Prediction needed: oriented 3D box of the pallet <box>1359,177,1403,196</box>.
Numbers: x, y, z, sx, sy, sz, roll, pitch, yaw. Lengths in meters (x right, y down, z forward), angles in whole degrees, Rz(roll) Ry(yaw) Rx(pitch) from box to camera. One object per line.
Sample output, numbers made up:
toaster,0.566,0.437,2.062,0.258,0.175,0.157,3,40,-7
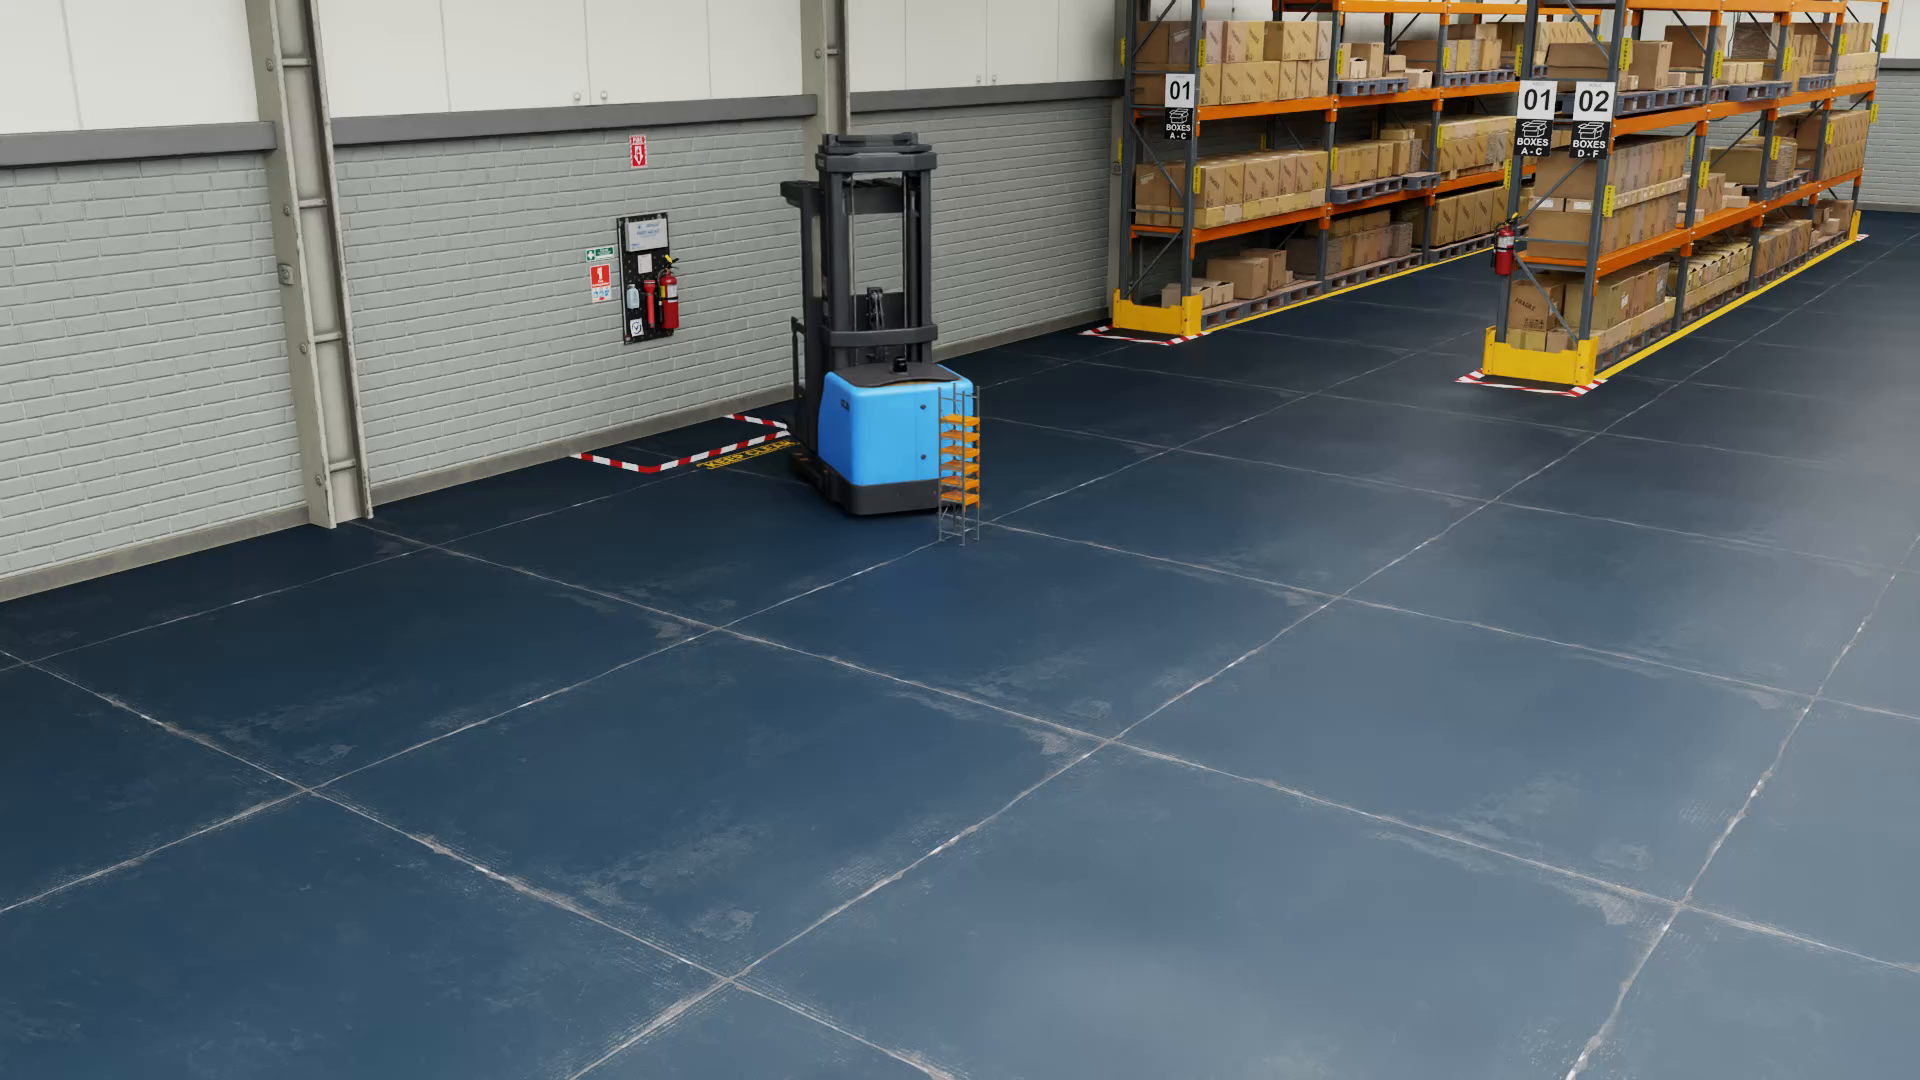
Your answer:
pallet,6.109,-5.469,25.620,1.003,0.211,1.213,12,21,35

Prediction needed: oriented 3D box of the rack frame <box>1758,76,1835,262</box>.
rack frame,13.619,-6.118,27.385,1.000,3.000,0.127,12,21,35

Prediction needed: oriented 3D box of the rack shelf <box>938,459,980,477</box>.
rack shelf,-0.009,-0.527,12.568,0.258,0.103,0.180,12,21,35

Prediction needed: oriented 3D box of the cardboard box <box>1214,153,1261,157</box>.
cardboard box,3.812,-5.067,22.958,0.500,0.500,0.500,13,22,36

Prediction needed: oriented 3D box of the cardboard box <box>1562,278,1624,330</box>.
cardboard box,7.264,-2.713,19.085,0.500,0.500,0.500,12,21,35

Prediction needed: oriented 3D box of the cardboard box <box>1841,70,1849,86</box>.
cardboard box,14.409,-7.669,27.576,0.500,0.250,0.500,12,21,35

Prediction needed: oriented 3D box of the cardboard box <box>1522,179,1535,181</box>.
cardboard box,11.149,-6.962,32.517,0.380,0.149,0.250,13,21,35

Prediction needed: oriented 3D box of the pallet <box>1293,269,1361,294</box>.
pallet,5.335,-3.941,25.077,1.003,0.211,1.213,12,21,35

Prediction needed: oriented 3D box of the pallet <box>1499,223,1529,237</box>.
pallet,10.155,-5.828,31.154,1.003,0.211,1.213,12,21,35

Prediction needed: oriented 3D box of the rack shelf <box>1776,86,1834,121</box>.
rack shelf,12.428,-6.730,25.513,1.077,0.370,4.000,12,21,35

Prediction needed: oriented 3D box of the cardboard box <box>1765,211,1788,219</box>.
cardboard box,13.731,-5.320,28.289,0.500,0.500,0.500,12,21,35

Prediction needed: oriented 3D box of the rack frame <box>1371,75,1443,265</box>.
rack frame,7.256,-6.039,27.133,1.000,3.000,0.127,12,21,35

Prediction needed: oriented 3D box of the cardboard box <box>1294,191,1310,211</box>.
cardboard box,4.530,-4.741,23.172,0.500,0.250,0.500,13,21,35

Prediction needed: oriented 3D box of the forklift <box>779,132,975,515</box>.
forklift,-0.870,-1.993,14.219,1.130,2.935,3.031,-6,18,-20

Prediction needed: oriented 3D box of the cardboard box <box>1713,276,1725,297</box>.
cardboard box,10.208,-3.518,22.943,0.500,0.250,0.500,13,21,36

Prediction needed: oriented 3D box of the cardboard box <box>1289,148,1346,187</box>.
cardboard box,5.203,-5.460,24.356,0.700,0.500,0.500,12,21,35

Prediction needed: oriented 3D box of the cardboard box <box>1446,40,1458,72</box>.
cardboard box,7.772,-7.991,27.449,0.700,0.500,0.500,11,20,32

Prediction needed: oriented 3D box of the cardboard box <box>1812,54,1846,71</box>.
cardboard box,14.109,-7.789,27.120,0.500,0.250,0.500,12,21,35

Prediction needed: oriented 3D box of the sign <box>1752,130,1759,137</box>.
sign,13.179,-6.625,27.560,0.100,0.325,0.005,12,21,35

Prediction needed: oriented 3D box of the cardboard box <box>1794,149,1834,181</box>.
cardboard box,14.142,-6.239,27.606,0.500,0.500,0.500,13,22,36

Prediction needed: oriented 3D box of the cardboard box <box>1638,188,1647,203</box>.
cardboard box,7.793,-4.038,19.428,0.380,0.149,0.250,13,21,35

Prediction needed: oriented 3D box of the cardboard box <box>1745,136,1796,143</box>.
cardboard box,13.158,-6.292,27.072,0.700,0.500,0.500,5,18,16

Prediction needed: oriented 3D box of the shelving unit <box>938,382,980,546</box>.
shelving unit,-0.009,-0.570,12.555,0.258,1.200,0.189,12,21,35

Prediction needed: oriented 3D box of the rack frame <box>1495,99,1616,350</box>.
rack frame,6.469,-3.259,18.182,1.000,3.000,0.127,12,21,35

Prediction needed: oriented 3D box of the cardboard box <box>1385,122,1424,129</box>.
cardboard box,7.318,-6.751,27.456,0.500,0.250,0.500,13,22,36

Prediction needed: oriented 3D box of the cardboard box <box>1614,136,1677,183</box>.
cardboard box,8.293,-4.652,20.310,0.700,0.500,0.500,12,21,35

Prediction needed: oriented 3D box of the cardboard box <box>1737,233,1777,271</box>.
cardboard box,12.044,-4.365,25.214,0.500,0.500,0.500,12,21,33

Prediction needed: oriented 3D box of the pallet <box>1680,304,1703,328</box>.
pallet,9.260,-3.063,22.250,1.003,0.211,1.213,12,21,35

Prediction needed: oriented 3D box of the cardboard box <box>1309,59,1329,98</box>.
cardboard box,4.768,-6.412,23.073,0.500,0.500,0.500,13,22,36

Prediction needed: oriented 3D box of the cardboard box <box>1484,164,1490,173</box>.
cardboard box,9.034,-6.513,29.049,0.380,0.149,0.250,12,21,35

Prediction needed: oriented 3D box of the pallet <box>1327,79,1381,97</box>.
pallet,5.326,-6.558,24.061,1.213,0.211,1.003,12,21,35

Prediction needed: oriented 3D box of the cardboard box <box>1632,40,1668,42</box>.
cardboard box,8.341,-5.886,20.471,0.500,0.500,0.500,15,22,39

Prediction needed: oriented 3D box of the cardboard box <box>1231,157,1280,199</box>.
cardboard box,3.928,-4.853,22.270,0.500,0.500,0.500,13,22,36

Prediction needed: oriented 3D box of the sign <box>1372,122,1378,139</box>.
sign,6.808,-6.689,27.275,0.100,0.325,0.005,12,21,35

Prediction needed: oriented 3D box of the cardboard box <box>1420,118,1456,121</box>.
cardboard box,8.240,-7.116,28.633,0.500,0.250,0.500,12,21,33

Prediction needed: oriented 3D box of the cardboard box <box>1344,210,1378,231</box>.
cardboard box,6.176,-4.985,25.947,0.500,0.250,0.500,12,21,34

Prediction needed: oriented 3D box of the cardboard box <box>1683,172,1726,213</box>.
cardboard box,10.249,-4.810,23.006,0.500,0.500,0.500,11,20,32

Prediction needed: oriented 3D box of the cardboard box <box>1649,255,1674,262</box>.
cardboard box,9.468,-3.758,22.770,0.500,0.311,0.500,12,21,35

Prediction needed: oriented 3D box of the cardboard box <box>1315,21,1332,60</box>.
cardboard box,4.792,-6.887,22.916,0.500,0.500,0.500,10,20,30

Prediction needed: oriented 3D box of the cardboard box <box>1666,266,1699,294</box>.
cardboard box,9.299,-3.422,21.687,0.500,0.311,0.500,13,21,35

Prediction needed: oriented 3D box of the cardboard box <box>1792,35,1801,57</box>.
cardboard box,12.468,-7.421,25.480,0.600,0.600,0.600,11,21,33

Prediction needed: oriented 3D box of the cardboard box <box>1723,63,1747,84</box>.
cardboard box,10.363,-6.346,22.608,0.500,0.250,0.500,12,21,34

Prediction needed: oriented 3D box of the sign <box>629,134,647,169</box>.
sign,-2.952,-3.565,15.258,0.001,0.298,0.199,12,21,35

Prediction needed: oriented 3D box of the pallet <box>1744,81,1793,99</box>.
pallet,10.904,-6.330,23.329,1.213,0.211,1.003,14,22,37

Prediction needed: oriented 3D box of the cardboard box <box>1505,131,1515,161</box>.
cardboard box,9.566,-7.037,29.642,0.500,0.500,0.500,12,21,34

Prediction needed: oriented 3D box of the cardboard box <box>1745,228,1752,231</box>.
cardboard box,12.221,-4.695,26.277,0.500,0.500,0.500,11,21,33

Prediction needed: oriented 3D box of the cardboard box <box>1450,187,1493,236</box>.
cardboard box,8.829,-5.776,29.202,0.750,0.750,0.750,13,22,36

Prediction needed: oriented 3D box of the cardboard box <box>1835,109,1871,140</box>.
cardboard box,15.958,-7.441,29.792,0.500,0.500,0.500,12,21,34

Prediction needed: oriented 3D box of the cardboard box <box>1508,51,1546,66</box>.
cardboard box,10.262,-8.719,30.082,0.500,0.250,0.500,12,21,35

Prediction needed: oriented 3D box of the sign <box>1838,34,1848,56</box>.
sign,14.067,-7.888,26.492,0.100,0.325,0.005,12,21,35

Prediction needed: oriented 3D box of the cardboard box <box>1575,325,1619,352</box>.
cardboard box,7.263,-2.355,19.198,0.500,0.250,0.500,12,21,35

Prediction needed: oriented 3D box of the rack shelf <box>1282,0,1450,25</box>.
rack shelf,6.064,-7.893,24.876,1.077,0.370,4.000,12,21,35

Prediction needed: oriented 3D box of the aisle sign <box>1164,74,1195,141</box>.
aisle sign,2.687,-5.305,20.386,0.394,0.787,0.004,12,21,35

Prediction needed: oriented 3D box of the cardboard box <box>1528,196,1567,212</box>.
cardboard box,6.544,-3.742,18.472,0.380,0.149,0.250,12,21,34

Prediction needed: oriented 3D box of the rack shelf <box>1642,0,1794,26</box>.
rack shelf,10.045,-7.019,22.060,1.077,0.370,4.000,12,21,35

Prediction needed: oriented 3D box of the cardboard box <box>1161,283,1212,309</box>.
cardboard box,2.973,-3.209,21.811,0.500,0.311,0.500,10,20,29
